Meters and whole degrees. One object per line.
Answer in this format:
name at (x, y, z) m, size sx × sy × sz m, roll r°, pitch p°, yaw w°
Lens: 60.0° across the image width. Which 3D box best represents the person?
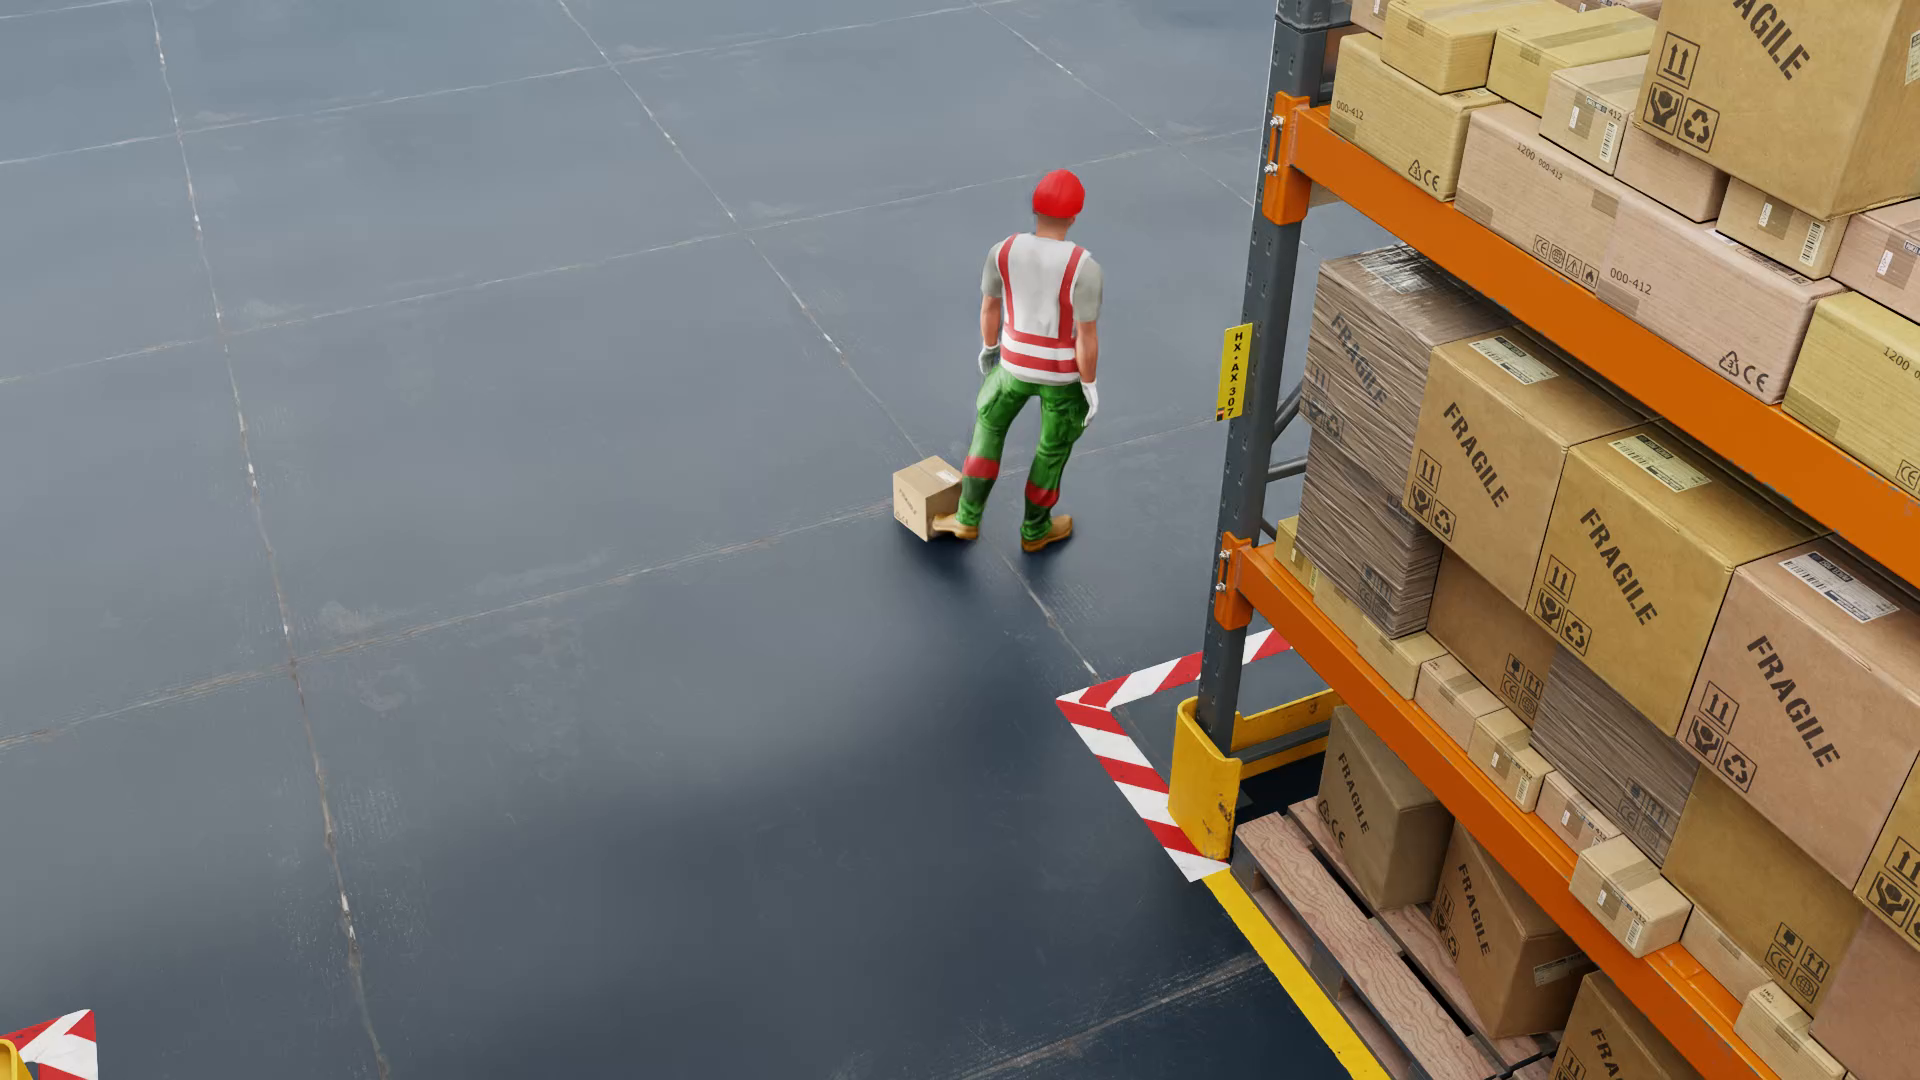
person at (0.255, -0.713, 7.069) m, size 0.725 × 1.779 × 0.542 m, roll 15°, pitch 39°, yaw 19°
